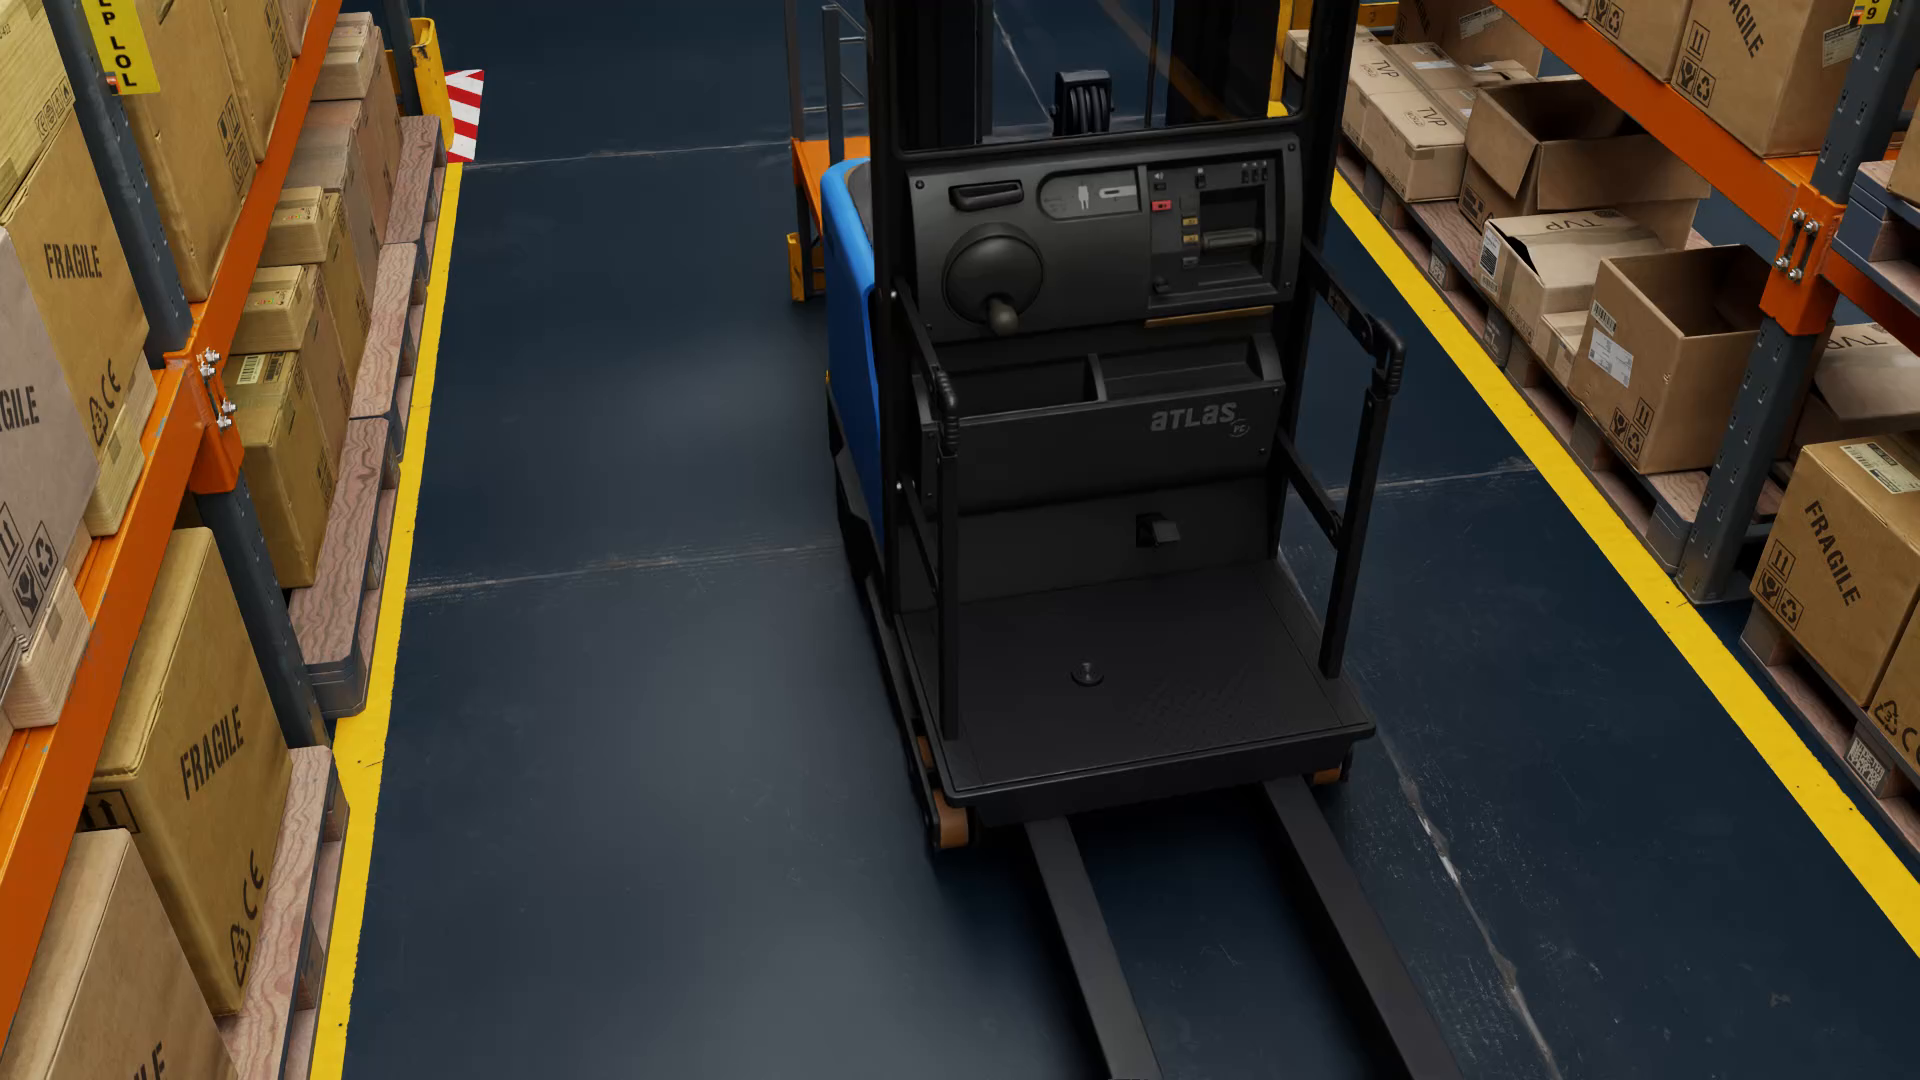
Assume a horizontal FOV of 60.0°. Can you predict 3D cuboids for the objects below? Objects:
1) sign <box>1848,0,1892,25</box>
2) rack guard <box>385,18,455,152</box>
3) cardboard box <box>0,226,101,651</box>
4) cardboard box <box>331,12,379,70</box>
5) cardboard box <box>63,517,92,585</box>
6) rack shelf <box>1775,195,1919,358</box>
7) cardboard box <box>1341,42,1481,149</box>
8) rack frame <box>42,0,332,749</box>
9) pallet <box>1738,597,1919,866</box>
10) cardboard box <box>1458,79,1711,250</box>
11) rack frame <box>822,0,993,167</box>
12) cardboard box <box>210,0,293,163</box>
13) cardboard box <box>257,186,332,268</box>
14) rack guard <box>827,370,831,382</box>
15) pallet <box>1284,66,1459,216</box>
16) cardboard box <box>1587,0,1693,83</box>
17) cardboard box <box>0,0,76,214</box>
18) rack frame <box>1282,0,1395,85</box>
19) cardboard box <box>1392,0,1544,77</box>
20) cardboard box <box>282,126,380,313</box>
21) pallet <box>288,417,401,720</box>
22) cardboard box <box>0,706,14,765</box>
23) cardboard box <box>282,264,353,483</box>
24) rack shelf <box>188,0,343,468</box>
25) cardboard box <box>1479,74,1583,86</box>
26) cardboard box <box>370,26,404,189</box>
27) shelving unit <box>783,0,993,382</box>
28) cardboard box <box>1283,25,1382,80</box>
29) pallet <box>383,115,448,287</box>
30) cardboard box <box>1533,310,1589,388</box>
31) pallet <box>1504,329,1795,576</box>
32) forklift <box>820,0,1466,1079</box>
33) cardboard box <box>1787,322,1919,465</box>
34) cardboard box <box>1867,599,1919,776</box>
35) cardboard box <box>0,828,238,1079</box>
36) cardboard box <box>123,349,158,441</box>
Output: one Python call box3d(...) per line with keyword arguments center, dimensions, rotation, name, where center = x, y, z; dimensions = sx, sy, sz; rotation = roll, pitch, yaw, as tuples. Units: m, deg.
box3d(center=(2.149, -1.351, 3.839), dimensions=(0.100, 0.325, 0.005), rotation=(-6, 38, -8), name="sign")
box3d(center=(-2.900, -1.981, 7.392), dimensions=(1.175, 0.500, 0.348), rotation=(-6, 38, -8), name="rack guard")
box3d(center=(-1.766, -0.143, 2.649), dimensions=(0.500, 0.500, 0.500), rotation=(-6, 38, -8), name="cardboard box")
box3d(center=(-2.472, -1.918, 6.441), dimensions=(0.380, 0.149, 0.250), rotation=(-7, 38, -8), name="cardboard box")
box3d(center=(-1.788, 0.039, 2.944), dimensions=(0.380, 0.149, 0.250), rotation=(-5, 38, -7), name="cardboard box")
box3d(center=(3.033, 0.420, 2.851), dimensions=(1.077, 0.370, 4.000), rotation=(-6, 38, -8), name="rack shelf")
box3d(center=(1.884, -1.915, 7.153), dimensions=(0.500, 0.250, 0.500), rotation=(-6, 38, -8), name="cardboard box")
box3d(center=(-2.194, -0.537, 3.497), dimensions=(1.000, 3.000, 0.127), rotation=(-6, 38, -8), name="rack frame")
box3d(center=(2.862, 0.516, 4.414), dimensions=(1.003, 0.211, 1.213), rotation=(-6, 38, -8), name="pallet")
box3d(center=(2.348, -1.395, 6.276), dimensions=(0.797, 0.503, 0.637), rotation=(-6, 38, -8), name="cardboard box")
box3d(center=(-0.150, -0.968, 5.273), dimensions=(0.500, 1.500, 0.032), rotation=(-8, 38, -10), name="rack frame")
box3d(center=(-2.396, -1.427, 4.397), dimensions=(0.980, 0.700, 0.700), rotation=(-7, 38, -9), name="cardboard box")
box3d(center=(-2.197, -0.977, 5.229), dimensions=(0.380, 0.149, 0.250), rotation=(-7, 38, -9), name="cardboard box")
box3d(center=(-0.155, -0.486, 5.671), dimensions=(0.587, 0.250, 0.087), rotation=(-8, 38, -10), name="rack guard")
box3d(center=(2.135, -1.860, 7.472), dimensions=(1.003, 0.211, 1.213), rotation=(-6, 38, -8), name="pallet")
box3d(center=(2.250, -1.697, 4.908), dimensions=(0.500, 0.500, 0.500), rotation=(-5, 38, -7), name="cardboard box")
box3d(center=(-1.861, -0.744, 2.811), dimensions=(0.500, 0.250, 0.500), rotation=(-5, 38, -7), name="cardboard box")
box3d(center=(1.981, -3.488, 7.295), dimensions=(1.000, 3.000, 0.127), rotation=(-6, 38, -8), name="rack frame")
box3d(center=(2.319, -2.373, 7.539), dimensions=(0.500, 0.500, 0.500), rotation=(-6, 38, -8), name="cardboard box")
box3d(center=(-2.498, -1.114, 5.934), dimensions=(0.700, 0.500, 0.500), rotation=(-7, 38, -9), name="cardboard box")
box3d(center=(-2.251, 0.096, 4.954), dimensions=(1.003, 0.211, 1.213), rotation=(-6, 38, -8), name="pallet")
box3d(center=(-1.706, 0.347, 2.547), dimensions=(0.380, 0.149, 0.250), rotation=(-6, 38, -8), name="cardboard box")
box3d(center=(-2.309, -0.483, 5.121), dimensions=(0.700, 0.500, 0.500), rotation=(-7, 38, -8), name="cardboard box")
box3d(center=(-2.545, -1.461, 5.272), dimensions=(1.077, 0.370, 4.000), rotation=(-6, 38, -8), name="rack shelf")
box3d(center=(2.456, -1.697, 6.873), dimensions=(0.500, 0.250, 0.500), rotation=(-6, 38, -8), name="cardboard box")
box3d(center=(-2.674, -1.720, 6.714), dimensions=(0.700, 0.500, 0.500), rotation=(-6, 38, -8), name="cardboard box")
box3d(center=(-0.261, -1.278, 5.672), dimensions=(0.587, 1.500, 1.083), rotation=(-8, 38, -10), name="shelving unit")
box3d(center=(1.716, -2.246, 7.662), dimensions=(0.380, 0.149, 0.250), rotation=(-6, 38, -8), name="cardboard box")
box3d(center=(-2.678, -1.378, 6.851), dimensions=(1.003, 0.211, 1.213), rotation=(-6, 38, -8), name="pallet")
box3d(center=(2.178, -0.654, 5.612), dimensions=(0.380, 0.149, 0.250), rotation=(-6, 38, -8), name="cardboard box")
box3d(center=(2.563, -0.386, 5.575), dimensions=(1.003, 0.211, 1.213), rotation=(-6, 38, -8), name="pallet")
box3d(center=(0.395, -0.628, 3.670), dimensions=(1.130, 2.935, 3.031), rotation=(-8, 39, -10), name="forklift")
box3d(center=(2.821, -0.461, 5.232), dimensions=(0.500, 0.311, 0.500), rotation=(-6, 38, -8), name="cardboard box")
box3d(center=(2.631, 0.380, 3.994), dimensions=(0.500, 0.500, 0.500), rotation=(-6, 38, -7), name="cardboard box")
box3d(center=(-1.794, 1.061, 2.849), dimensions=(0.750, 0.750, 0.750), rotation=(-5, 38, -7), name="cardboard box")
box3d(center=(-1.856, -0.272, 3.344), dimensions=(0.380, 0.149, 0.250), rotation=(-6, 38, -8), name="cardboard box")
